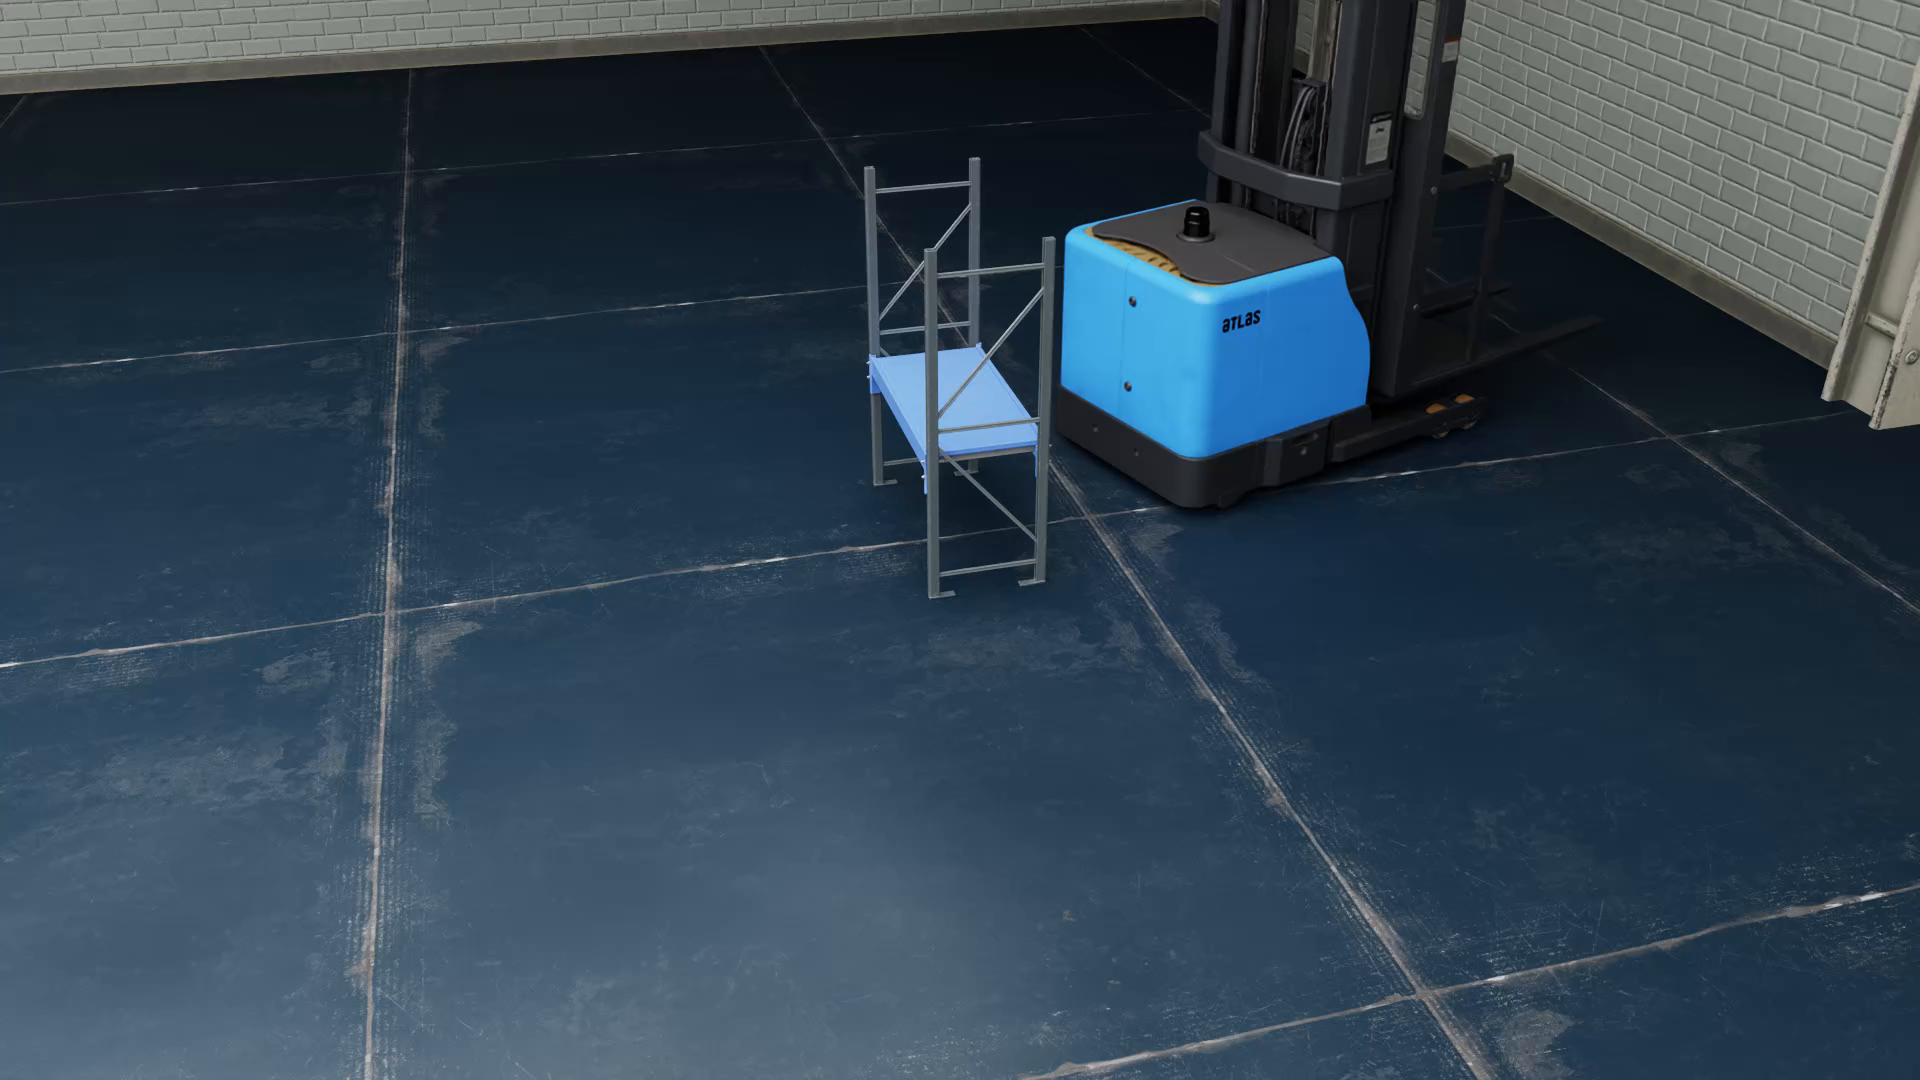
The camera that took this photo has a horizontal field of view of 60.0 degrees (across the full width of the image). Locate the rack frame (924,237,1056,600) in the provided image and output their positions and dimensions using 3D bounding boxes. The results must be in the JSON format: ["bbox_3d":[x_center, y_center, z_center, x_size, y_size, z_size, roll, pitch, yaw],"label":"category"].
[{"bbox_3d":[0.112,-0.445,6.521,0.500,1.500,0.032,-8,31,-13],"label":"rack frame"}]

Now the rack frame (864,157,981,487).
[{"bbox_3d":[-0.158,-0.936,7.370,0.500,1.500,0.032,-8,31,-13],"label":"rack frame"}]

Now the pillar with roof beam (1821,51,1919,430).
[{"bbox_3d":[0.454,-3.980,5.144,9.100,9.000,0.400,-8,31,-13],"label":"pillar with roof beam"}]

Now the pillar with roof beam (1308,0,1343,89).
[{"bbox_3d":[-1.138,-6.878,10.150,9.100,9.000,0.400,-8,31,-13],"label":"pillar with roof beam"}]

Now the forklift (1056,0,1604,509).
[{"bbox_3d":[1.974,-1.965,7.719,3.031,2.935,1.130,-18,35,-29],"label":"forklift"}]

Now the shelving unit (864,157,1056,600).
[{"bbox_3d":[-0.023,-0.690,6.945,0.538,1.500,1.048,-8,31,-13],"label":"shelving unit"}]

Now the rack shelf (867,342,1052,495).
[{"bbox_3d":[-0.023,-0.535,7.036,0.538,0.185,1.000,-8,31,-13],"label":"rack shelf"}]
